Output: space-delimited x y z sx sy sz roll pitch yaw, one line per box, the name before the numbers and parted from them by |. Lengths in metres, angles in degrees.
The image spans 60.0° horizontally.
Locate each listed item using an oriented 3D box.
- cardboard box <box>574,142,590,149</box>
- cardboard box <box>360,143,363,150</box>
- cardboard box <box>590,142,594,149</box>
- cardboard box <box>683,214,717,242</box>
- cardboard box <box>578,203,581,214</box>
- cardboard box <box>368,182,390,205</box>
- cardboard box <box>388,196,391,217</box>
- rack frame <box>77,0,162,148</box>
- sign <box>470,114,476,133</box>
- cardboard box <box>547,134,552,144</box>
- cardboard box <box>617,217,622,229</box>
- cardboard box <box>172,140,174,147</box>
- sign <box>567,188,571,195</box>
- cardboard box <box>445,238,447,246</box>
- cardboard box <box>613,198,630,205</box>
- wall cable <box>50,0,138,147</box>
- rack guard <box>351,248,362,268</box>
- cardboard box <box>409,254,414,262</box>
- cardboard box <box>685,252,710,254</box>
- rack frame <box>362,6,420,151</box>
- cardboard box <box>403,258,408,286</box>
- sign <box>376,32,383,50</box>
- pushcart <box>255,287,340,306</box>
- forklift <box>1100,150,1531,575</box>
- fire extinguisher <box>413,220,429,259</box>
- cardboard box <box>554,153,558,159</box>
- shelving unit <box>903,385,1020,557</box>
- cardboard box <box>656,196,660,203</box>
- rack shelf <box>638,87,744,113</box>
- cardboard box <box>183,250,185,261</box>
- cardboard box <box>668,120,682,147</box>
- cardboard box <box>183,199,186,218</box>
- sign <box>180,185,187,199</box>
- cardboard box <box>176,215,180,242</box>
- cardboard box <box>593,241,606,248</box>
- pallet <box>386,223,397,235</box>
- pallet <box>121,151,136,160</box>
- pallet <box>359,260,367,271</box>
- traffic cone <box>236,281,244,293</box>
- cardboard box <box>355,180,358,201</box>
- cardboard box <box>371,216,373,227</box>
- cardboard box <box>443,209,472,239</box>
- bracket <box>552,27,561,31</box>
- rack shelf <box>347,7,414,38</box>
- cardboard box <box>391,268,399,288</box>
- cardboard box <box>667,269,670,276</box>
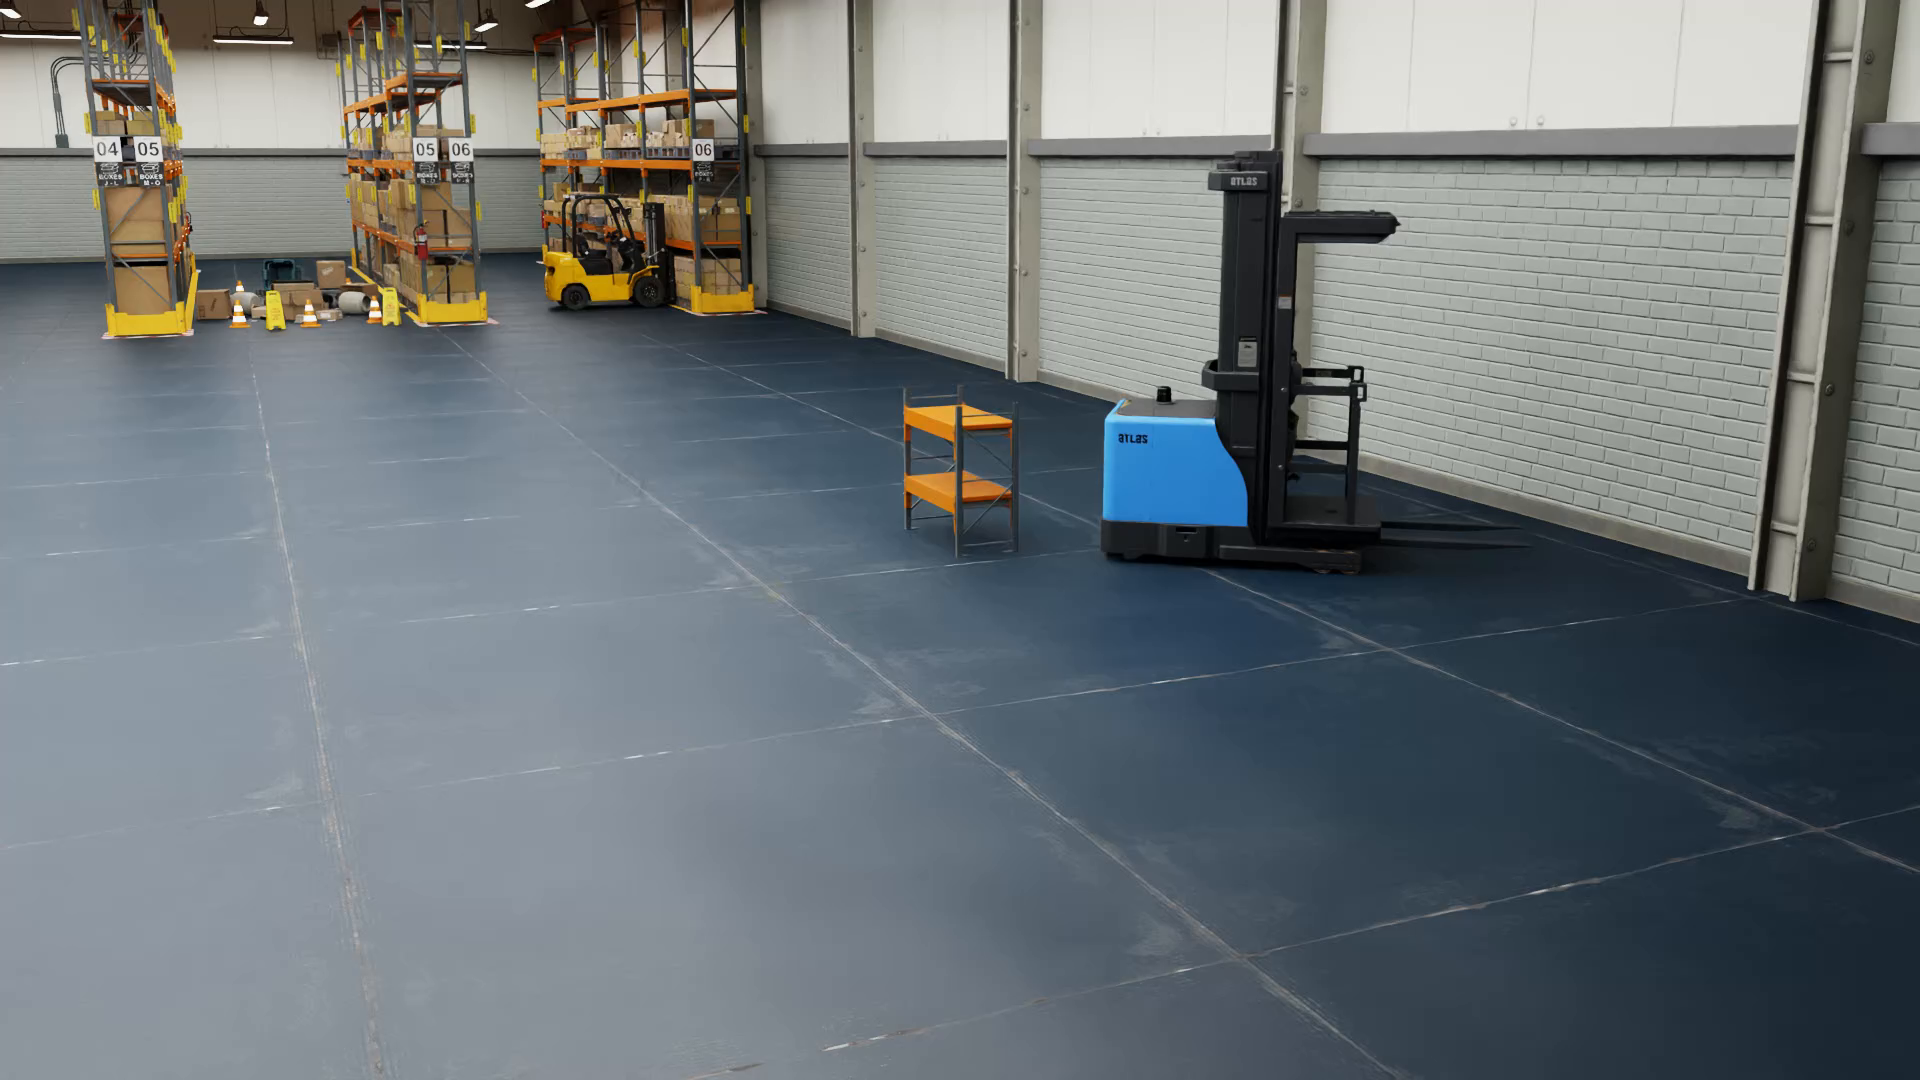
cardboard box | -9.170 -9.598 40.441 0.380 0.149 0.250 -6 14 -24
cardboard box | -13.697 -9.125 38.576 0.380 0.166 0.250 -7 15 -27
cardboard box | -8.589 -9.390 39.587 0.380 0.149 0.250 -5 14 -21
cardboard box | -4.968 -5.962 31.756 0.500 0.500 0.500 -6 14 -24
cardboard box | -9.132 -8.132 40.720 0.396 0.266 0.258 -5 14 -20
cardboard box | -13.134 -7.866 37.767 0.500 0.500 0.500 -6 14 -23
cardboard box | -11.475 -6.895 34.196 0.500 0.500 0.500 -5 14 -21
rack frame | -13.572 -7.841 26.791 1.000 3.000 0.127 -6 14 -23
sign | -8.580 -7.322 29.265 0.100 0.325 0.005 -6 14 -23
cardboard box | -10.591 -10.594 43.903 0.500 0.250 0.500 -6 14 -24
cardboard box | -7.371 -7.091 37.189 0.500 0.250 0.500 -6 14 -25
cardboard box | -16.083 -8.053 33.406 0.500 0.311 0.500 -6 14 -23
sign | -9.831 -8.686 41.826 0.100 0.325 0.005 -6 14 -23
cardboard box | -9.137 -5.404 30.122 0.380 0.149 0.250 -5 14 -22
cardboard box | -7.642 -7.655 37.630 0.380 0.149 0.250 -5 14 -21
wall cable | -23.673 -13.766 45.258 2.277 5.999 0.120 -6 14 -23
rack guard | -15.496 -7.479 44.076 1.175 0.500 0.348 -6 14 -23
cardboard box | -10.047 -5.251 30.971 0.380 0.149 0.250 -5 14 -21
cardboard box | -5.351 -5.721 33.884 0.500 0.250 0.500 -6 14 -23
rack frame | -12.281 -9.962 35.955 1.000 3.000 0.127 -6 14 -23
cardboard box | -10.465 -5.187 32.133 0.500 0.500 0.500 -5 14 -21
sign | -11.185 -9.616 32.039 0.100 0.325 0.005 -6 14 -23
pushcart | -12.748 -4.719 32.422 1.648 0.377 0.936 -12 18 -42
forklift | 2.605 -1.312 12.037 3.031 2.935 1.130 3 13 12
fire extinguisher | -9.453 -5.283 29.216 0.296 0.674 0.183 -6 14 -23
cardboard box | -10.395 -10.017 43.401 0.380 0.149 0.250 -5 14 -22
shelving unit | -0.003 -0.549 12.749 0.538 1.125 1.048 -6 14 -23
cardboard box | -5.970 -6.918 33.790 0.380 0.149 0.250 -5 14 -22
rack shelf | -5.331 -8.626 32.665 1.077 0.370 4.000 -6 14 -23
cardboard box | -16.831 -6.087 35.469 0.500 0.250 0.500 -6 14 -26
cardboard box | -5.249 -7.889 32.275 0.700 0.500 0.500 -6 14 -23
cardboard box | -18.720 -7.925 39.578 0.500 0.500 0.500 -6 14 -24
sign | -17.872 -8.012 38.269 0.100 0.325 0.005 -6 14 -23
cardboard box | -15.138 -5.926 31.602 0.500 0.500 0.500 -5 14 -22
cardboard box | -8.670 -7.147 40.269 0.380 0.149 0.250 -6 14 -26
pallet | -11.451 -6.540 34.902 1.003 0.211 1.213 -6 14 -23
pallet | -15.586 -7.298 31.521 0.805 0.209 1.217 -6 14 -25
pallet | -15.094 -7.175 43.404 1.003 0.211 1.213 -6 14 -23
traffic cone | -14.328 -4.922 33.111 0.336 0.463 0.334 -6 14 -23
cardboard box | -14.734 -8.684 41.298 0.500 0.500 0.500 -5 14 -22
cardboard box | -13.128 -7.257 37.904 0.500 0.250 0.500 -6 14 -24
cardboard box | -9.012 -5.703 29.976 0.500 0.500 0.500 -6 14 -24
bracket | -11.353 -14.338 46.880 0.235 0.232 0.430 -6 14 -23
rack shelf | -13.082 -11.644 37.446 1.077 0.370 4.000 -6 14 -23
cardboard box | -11.463 -5.537 35.037 0.950 0.372 0.625 -5 14 -21
cardboard box | -5.626 -5.329 33.302 0.500 0.250 0.500 -6 14 -23
